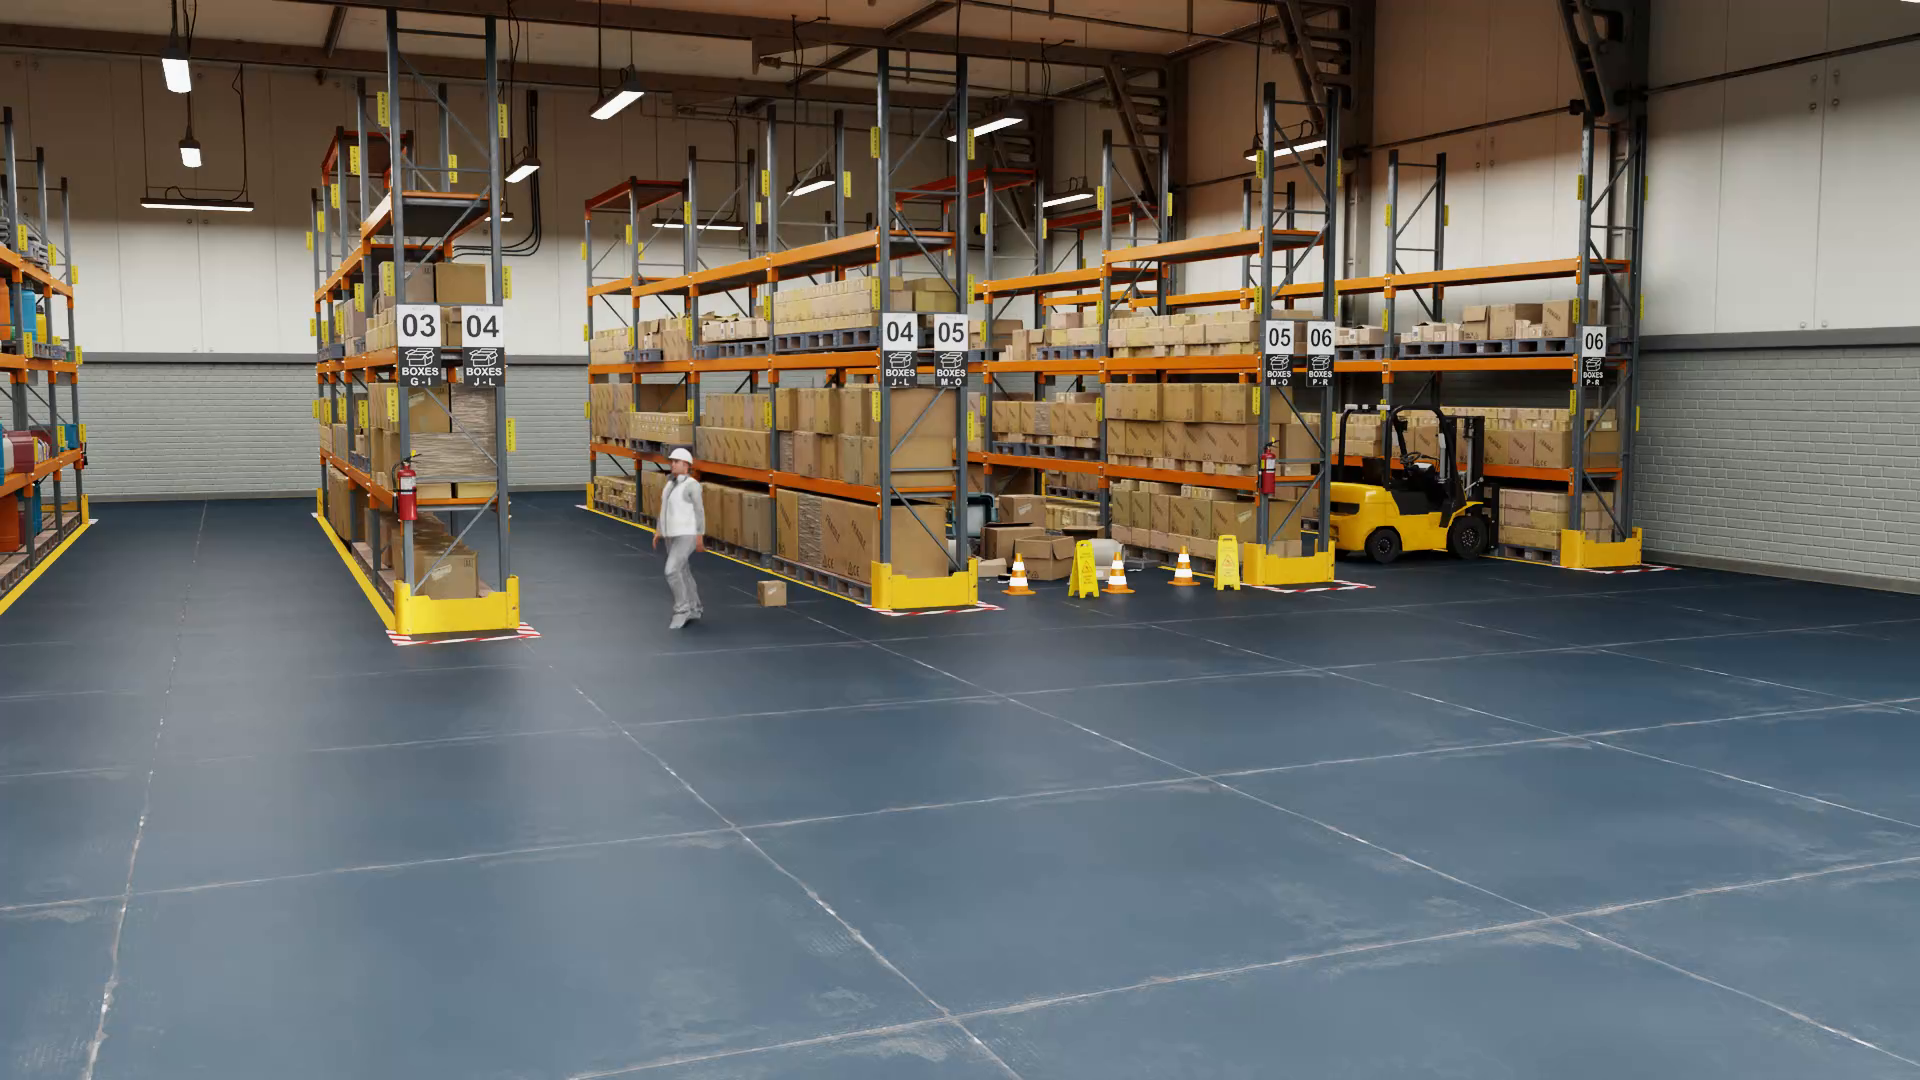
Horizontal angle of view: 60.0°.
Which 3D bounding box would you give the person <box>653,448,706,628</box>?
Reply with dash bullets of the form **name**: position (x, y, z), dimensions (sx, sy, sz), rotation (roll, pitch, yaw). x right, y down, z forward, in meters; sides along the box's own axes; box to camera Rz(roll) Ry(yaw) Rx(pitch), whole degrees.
- **person**: position (-2.849, -0.015, 16.875), dimensions (0.538, 1.831, 0.532), rotation (-5, 7, -43)
